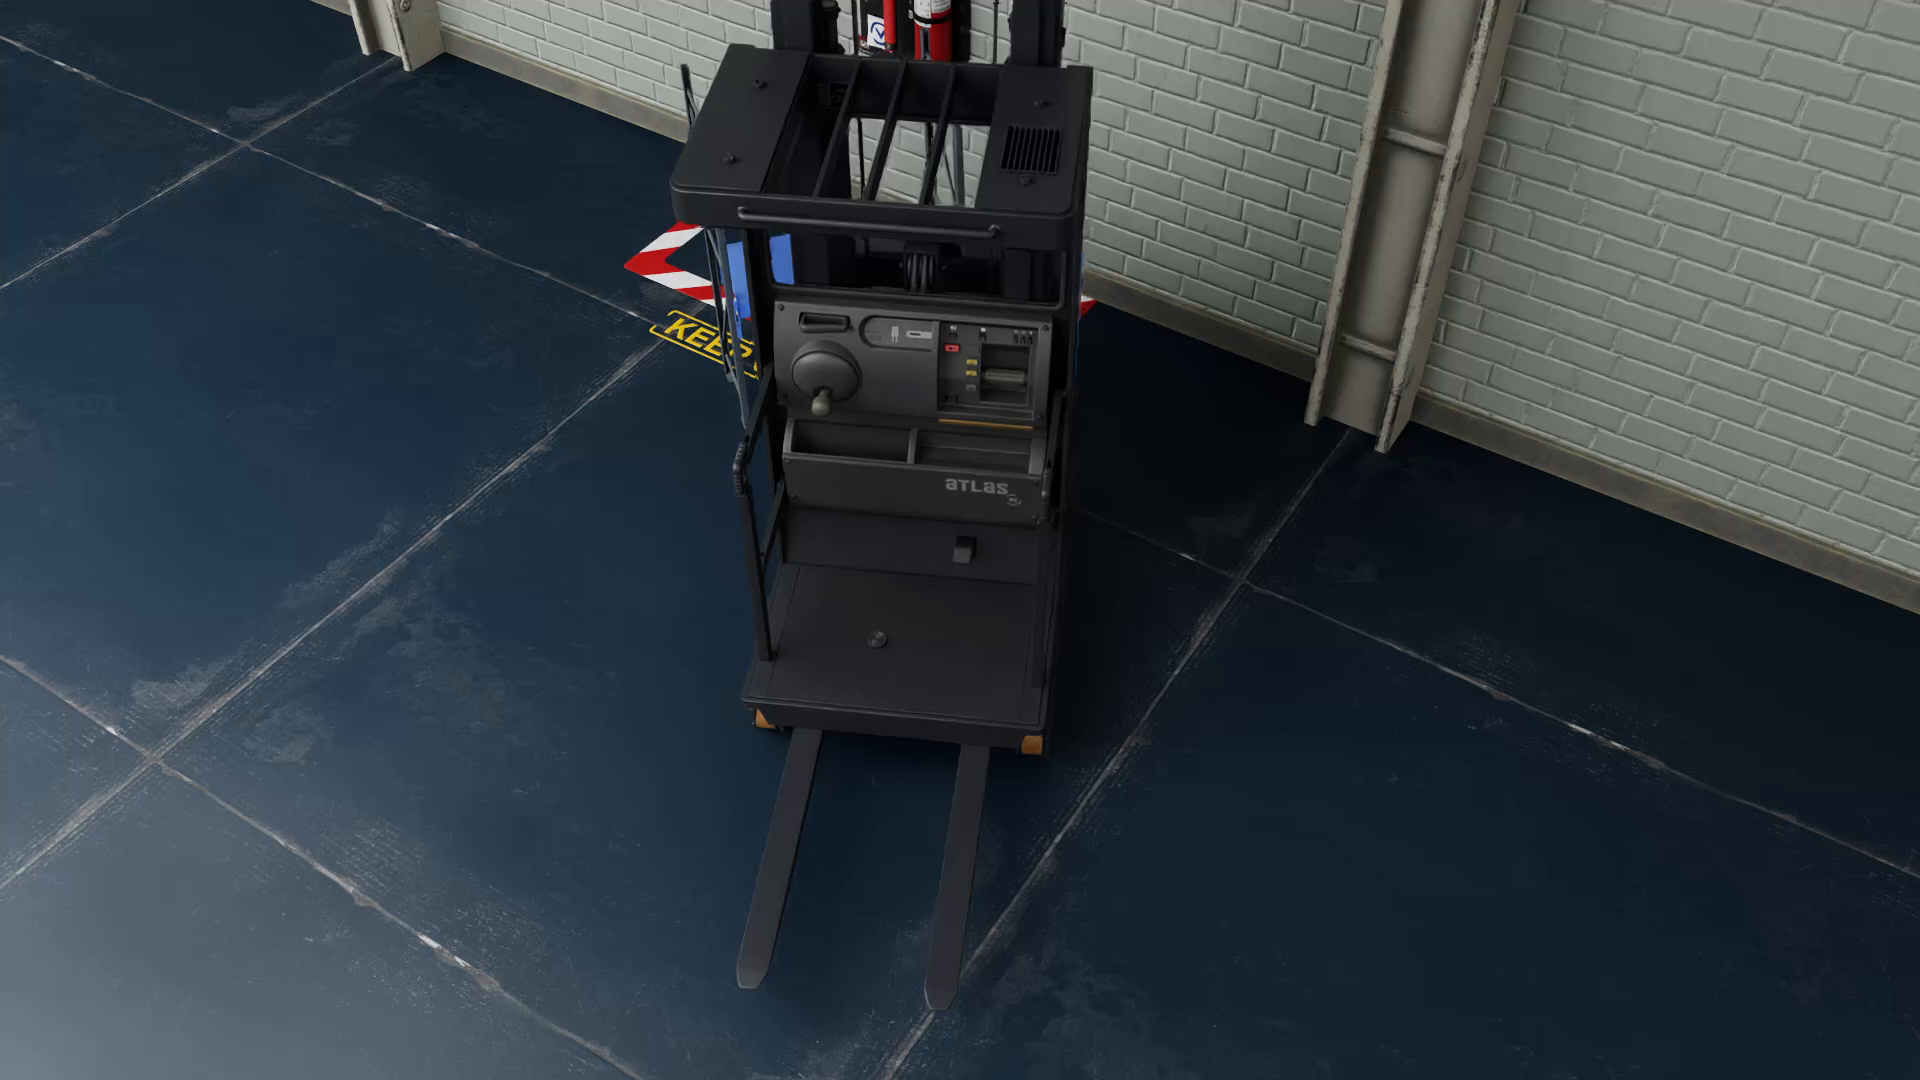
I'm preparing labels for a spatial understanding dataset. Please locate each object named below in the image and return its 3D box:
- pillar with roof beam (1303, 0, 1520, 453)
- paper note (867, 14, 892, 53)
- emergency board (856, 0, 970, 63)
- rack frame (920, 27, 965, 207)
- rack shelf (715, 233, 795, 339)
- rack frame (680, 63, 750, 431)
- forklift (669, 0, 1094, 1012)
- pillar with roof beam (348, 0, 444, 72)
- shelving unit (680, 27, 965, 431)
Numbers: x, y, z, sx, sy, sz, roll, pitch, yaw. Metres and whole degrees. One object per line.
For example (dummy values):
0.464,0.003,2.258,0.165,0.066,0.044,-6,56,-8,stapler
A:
-0.529,-1.086,1.753,0.400,9.000,9.100,25,51,22,pillar with roof beam
-0.376,-2.377,7.805,0.142,0.148,0.016,25,51,22,paper note
-0.265,-2.574,7.382,0.643,1.169,0.194,25,51,22,emergency board
-0.060,-1.427,7.281,0.032,1.500,0.500,-12,41,-12,rack frame
-0.540,-1.183,7.293,1.000,0.185,0.538,-12,41,-12,rack shelf
-1.032,-1.215,7.075,0.032,1.500,0.500,-12,41,-12,rack frame
-0.184,-0.493,5.407,1.130,2.935,3.031,5,46,5,forklift
-5.580,-3.409,4.010,0.400,9.000,9.100,25,51,22,pillar with roof beam
-0.546,-1.321,7.178,1.048,1.500,0.538,-12,41,-12,shelving unit
